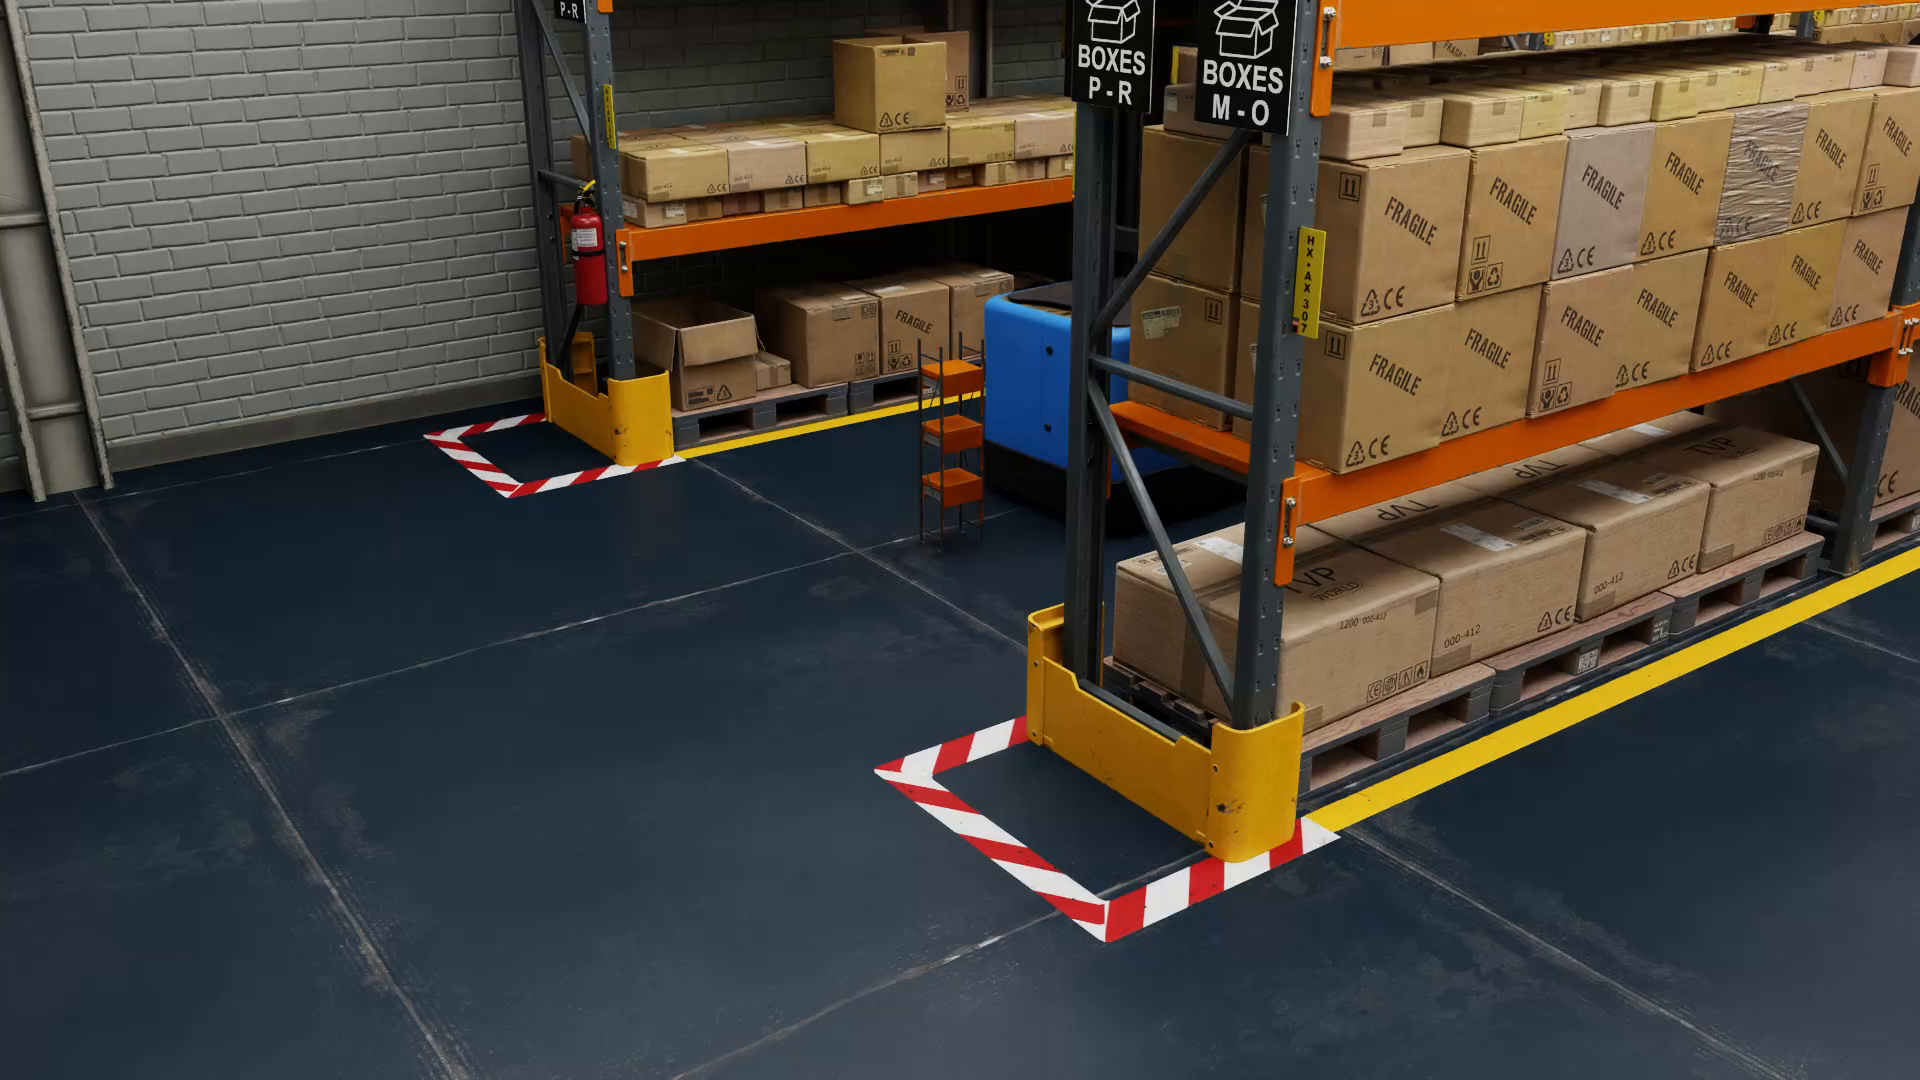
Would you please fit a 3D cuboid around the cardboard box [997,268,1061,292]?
[{"bbox_3d":[0.403,-1.737,11.764,0.500,0.311,0.500,-14,26,-31],"label":"cardboard box"}]

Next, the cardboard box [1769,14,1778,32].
[{"bbox_3d":[7.225,-4.740,15.218,0.250,0.149,0.380,-15,26,-34],"label":"cardboard box"}]

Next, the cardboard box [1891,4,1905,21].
[{"bbox_3d":[9.040,-5.200,16.371,0.250,0.149,0.380,-16,27,-35],"label":"cardboard box"}]

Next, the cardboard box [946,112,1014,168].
[{"bbox_3d":[-0.004,-2.531,10.492,0.500,0.250,0.500,-15,26,-33],"label":"cardboard box"}]

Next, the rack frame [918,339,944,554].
[{"bbox_3d":[-0.142,-0.450,8.107,0.008,1.050,0.200,-15,26,-33],"label":"rack frame"}]

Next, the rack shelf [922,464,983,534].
[{"bbox_3d":[-0.043,-0.208,8.280,0.240,0.259,0.215,-15,26,-33],"label":"rack shelf"}]

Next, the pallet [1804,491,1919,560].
[{"bbox_3d":[4.562,-0.265,8.775,1.213,0.211,1.003,-15,26,-33],"label":"pallet"}]

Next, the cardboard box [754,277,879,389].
[{"bbox_3d":[-0.901,-1.308,10.434,0.500,0.500,0.700,-14,26,-31],"label":"cardboard box"}]

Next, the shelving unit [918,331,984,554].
[{"bbox_3d":[-0.043,-0.476,8.173,0.252,1.050,0.215,-15,26,-33],"label":"shelving unit"}]

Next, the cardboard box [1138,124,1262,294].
[{"bbox_3d":[0.985,-1.191,5.850,0.500,0.500,0.500,-14,26,-31],"label":"cardboard box"}]

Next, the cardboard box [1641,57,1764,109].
[{"bbox_3d":[2.841,-1.762,6.406,0.250,0.149,0.380,-16,27,-34],"label":"cardboard box"}]

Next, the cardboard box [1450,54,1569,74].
[{"bbox_3d":[2.135,-1.798,6.497,0.250,0.149,0.380,-14,26,-31],"label":"cardboard box"}]

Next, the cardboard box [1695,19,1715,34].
[{"bbox_3d":[6.404,-4.516,14.656,0.250,0.149,0.380,-15,26,-32],"label":"cardboard box"}]

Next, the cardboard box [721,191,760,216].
[{"bbox_3d":[-1.370,-2.005,9.713,0.250,0.149,0.380,-15,26,-34],"label":"cardboard box"}]

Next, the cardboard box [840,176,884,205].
[{"bbox_3d":[-0.668,-2.133,10.033,0.250,0.149,0.380,-16,27,-34],"label":"cardboard box"}]

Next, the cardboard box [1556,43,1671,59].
[{"bbox_3d":[2.720,-1.980,6.951,0.250,0.149,0.380,-16,27,-34],"label":"cardboard box"}]

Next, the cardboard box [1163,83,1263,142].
[{"bbox_3d":[0.907,-1.455,5.635,0.250,0.149,0.380,-15,26,-32],"label":"cardboard box"}]

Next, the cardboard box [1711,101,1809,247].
[{"bbox_3d":[2.933,-1.476,6.563,0.500,0.500,0.500,-15,26,-32],"label":"cardboard box"}]

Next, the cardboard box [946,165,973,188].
[{"bbox_3d":[-0.124,-2.340,10.552,0.250,0.149,0.380,-14,26,-32],"label":"cardboard box"}]

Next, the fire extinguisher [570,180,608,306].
[{"bbox_3d":[-2.019,-1.617,9.009,0.183,0.674,0.296,-15,26,-33],"label":"fire extinguisher"}]

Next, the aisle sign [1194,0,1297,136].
[{"bbox_3d":[0.843,-1.609,4.874,0.004,0.787,0.394,-15,26,-33],"label":"aisle sign"}]

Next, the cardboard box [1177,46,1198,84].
[{"bbox_3d":[1.601,-3.142,11.521,0.500,0.500,0.700,-14,26,-32],"label":"cardboard box"}]

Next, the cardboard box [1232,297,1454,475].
[{"bbox_3d":[1.290,-0.568,5.639,0.500,0.500,0.500,-15,26,-33],"label":"cardboard box"}]

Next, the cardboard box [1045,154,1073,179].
[{"bbox_3d":[0.571,-2.475,10.890,0.250,0.149,0.380,-14,26,-31],"label":"cardboard box"}]

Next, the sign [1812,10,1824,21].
[{"bbox_3d":[7.896,-4.934,15.259,0.005,0.325,0.100,-15,26,-33],"label":"sign"}]

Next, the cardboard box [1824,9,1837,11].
[{"bbox_3d":[8.003,-5.060,15.618,0.250,0.149,0.380,-14,26,-32],"label":"cardboard box"}]

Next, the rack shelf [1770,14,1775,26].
[{"bbox_3d":[5.603,-2.862,8.445,4.000,0.370,1.077,-15,26,-33],"label":"rack shelf"}]

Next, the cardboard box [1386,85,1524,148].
[{"bbox_3d":[1.631,-1.410,5.523,0.250,0.149,0.380,-14,26,-31],"label":"cardboard box"}]

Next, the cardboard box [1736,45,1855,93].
[{"bbox_3d":[3.430,-1.945,6.863,0.250,0.149,0.380,-15,26,-33],"label":"cardboard box"}]

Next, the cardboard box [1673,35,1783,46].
[{"bbox_3d":[3.373,-2.132,7.332,0.250,0.149,0.380,-14,26,-32],"label":"cardboard box"}]

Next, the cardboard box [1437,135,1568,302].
[{"bbox_3d":[1.704,-1.147,5.741,0.500,0.500,0.500,-16,27,-34],"label":"cardboard box"}]

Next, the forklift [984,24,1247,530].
[{"bbox_3d":[1.568,-1.846,9.068,3.031,2.935,1.130,-17,27,-37],"label":"forklift"}]

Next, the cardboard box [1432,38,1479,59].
[{"bbox_3d":[3.815,-3.906,13.435,0.500,0.500,0.500,-14,25,-30],"label":"cardboard box"}]

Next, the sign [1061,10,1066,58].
[{"bbox_3d":[0.750,-3.567,11.725,0.005,0.325,0.100,-15,26,-33],"label":"sign"}]

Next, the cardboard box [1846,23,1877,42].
[{"bbox_3d":[8.497,-4.776,16.183,0.500,0.500,0.500,-14,26,-32],"label":"cardboard box"}]

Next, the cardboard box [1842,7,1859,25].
[{"bbox_3d":[8.388,-5.053,16.003,0.250,0.149,0.380,-15,26,-33],"label":"cardboard box"}]

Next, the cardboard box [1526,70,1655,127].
[{"bbox_3d":[2.244,-1.587,5.966,0.250,0.149,0.380,-15,26,-32],"label":"cardboard box"}]

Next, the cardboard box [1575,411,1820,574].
[{"bbox_3d":[3.407,-0.272,7.920,0.875,0.438,0.875,-15,26,-34],"label":"cardboard box"}]

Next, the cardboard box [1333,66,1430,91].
[{"bbox_3d":[1.488,-1.640,6.100,0.250,0.149,0.380,-14,26,-32],"label":"cardboard box"}]

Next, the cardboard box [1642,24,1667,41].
[{"bbox_3d":[5.797,-4.339,14.213,0.250,0.149,0.380,-14,26,-32],"label":"cardboard box"}]

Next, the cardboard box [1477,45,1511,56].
[{"bbox_3d":[4.527,-4.072,14.081,0.500,0.250,0.500,-14,26,-32],"label":"cardboard box"}]

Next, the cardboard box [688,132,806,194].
[{"bbox_3d":[-1.235,-2.192,9.643,0.500,0.250,0.500,-15,26,-32],"label":"cardboard box"}]

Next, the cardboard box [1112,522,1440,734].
[{"bbox_3d":[1.210,0.318,6.444,0.875,0.438,0.875,-16,27,-35],"label":"cardboard box"}]

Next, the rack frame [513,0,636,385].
[{"bbox_3d":[-2.169,-1.997,9.354,0.127,3.000,1.000,-15,26,-33],"label":"rack frame"}]

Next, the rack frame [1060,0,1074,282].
[{"bbox_3d":[1.078,-2.863,11.523,0.127,3.000,1.000,-15,26,-33],"label":"rack frame"}]

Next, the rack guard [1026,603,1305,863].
[{"bbox_3d":[0.713,0.662,6.064,0.348,0.500,1.175,-15,26,-33],"label":"rack guard"}]

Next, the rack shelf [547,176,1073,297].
[{"bbox_3d":[-0.546,-2.096,10.572,4.000,0.370,1.077,-15,26,-33],"label":"rack shelf"}]

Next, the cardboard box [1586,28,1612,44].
[{"bbox_3d":[5.165,-4.178,13.810,0.250,0.149,0.380,-14,26,-31],"label":"cardboard box"}]

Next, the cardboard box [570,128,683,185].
[{"bbox_3d":[-1.951,-2.245,9.776,0.500,0.250,0.500,-14,26,-31],"label":"cardboard box"}]

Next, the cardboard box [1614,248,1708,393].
[{"bbox_3d":[2.504,-0.904,6.481,0.500,0.500,0.500,-14,26,-31],"label":"cardboard box"}]

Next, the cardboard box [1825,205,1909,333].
[{"bbox_3d":[3.752,-1.239,7.320,0.500,0.500,0.500,-15,26,-32],"label":"cardboard box"}]

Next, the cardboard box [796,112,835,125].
[{"bbox_3d":[-0.703,-2.575,10.603,0.500,0.250,0.500,-15,26,-33],"label":"cardboard box"}]

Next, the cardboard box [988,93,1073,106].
[{"bbox_3d":[0.518,-2.905,11.431,0.500,0.250,0.500,-15,26,-33],"label":"cardboard box"}]

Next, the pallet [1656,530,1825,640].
[{"bbox_3d":[3.316,0.066,7.946,1.213,0.211,1.003,-15,26,-33],"label":"pallet"}]
